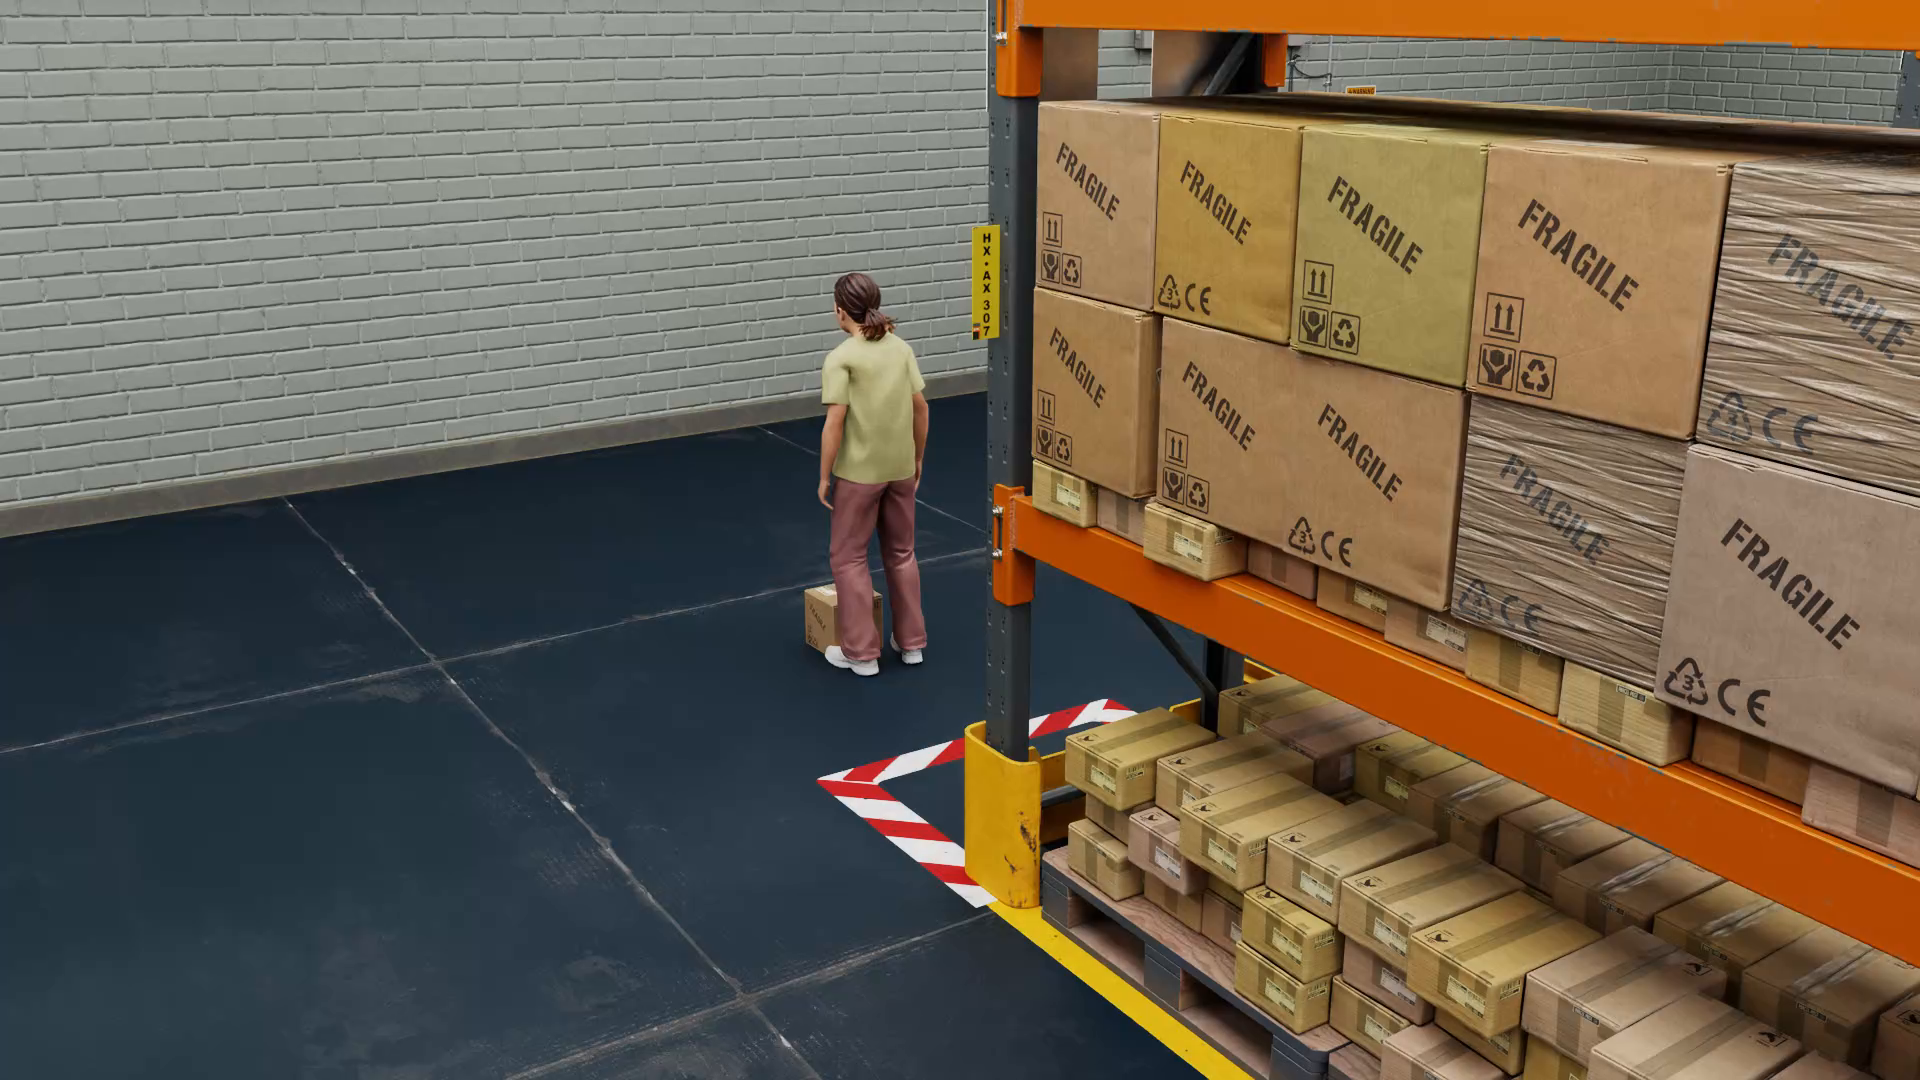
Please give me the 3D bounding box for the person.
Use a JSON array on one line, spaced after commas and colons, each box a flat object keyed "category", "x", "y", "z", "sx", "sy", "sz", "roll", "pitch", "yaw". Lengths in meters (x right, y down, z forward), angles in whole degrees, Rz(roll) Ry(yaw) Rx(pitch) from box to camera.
[{"category": "person", "x": -0.369, "y": -0.265, "z": 6.868, "sx": 0.504, "sy": 1.672, "sz": 0.352, "roll": -12, "pitch": 22, "yaw": -32}]
